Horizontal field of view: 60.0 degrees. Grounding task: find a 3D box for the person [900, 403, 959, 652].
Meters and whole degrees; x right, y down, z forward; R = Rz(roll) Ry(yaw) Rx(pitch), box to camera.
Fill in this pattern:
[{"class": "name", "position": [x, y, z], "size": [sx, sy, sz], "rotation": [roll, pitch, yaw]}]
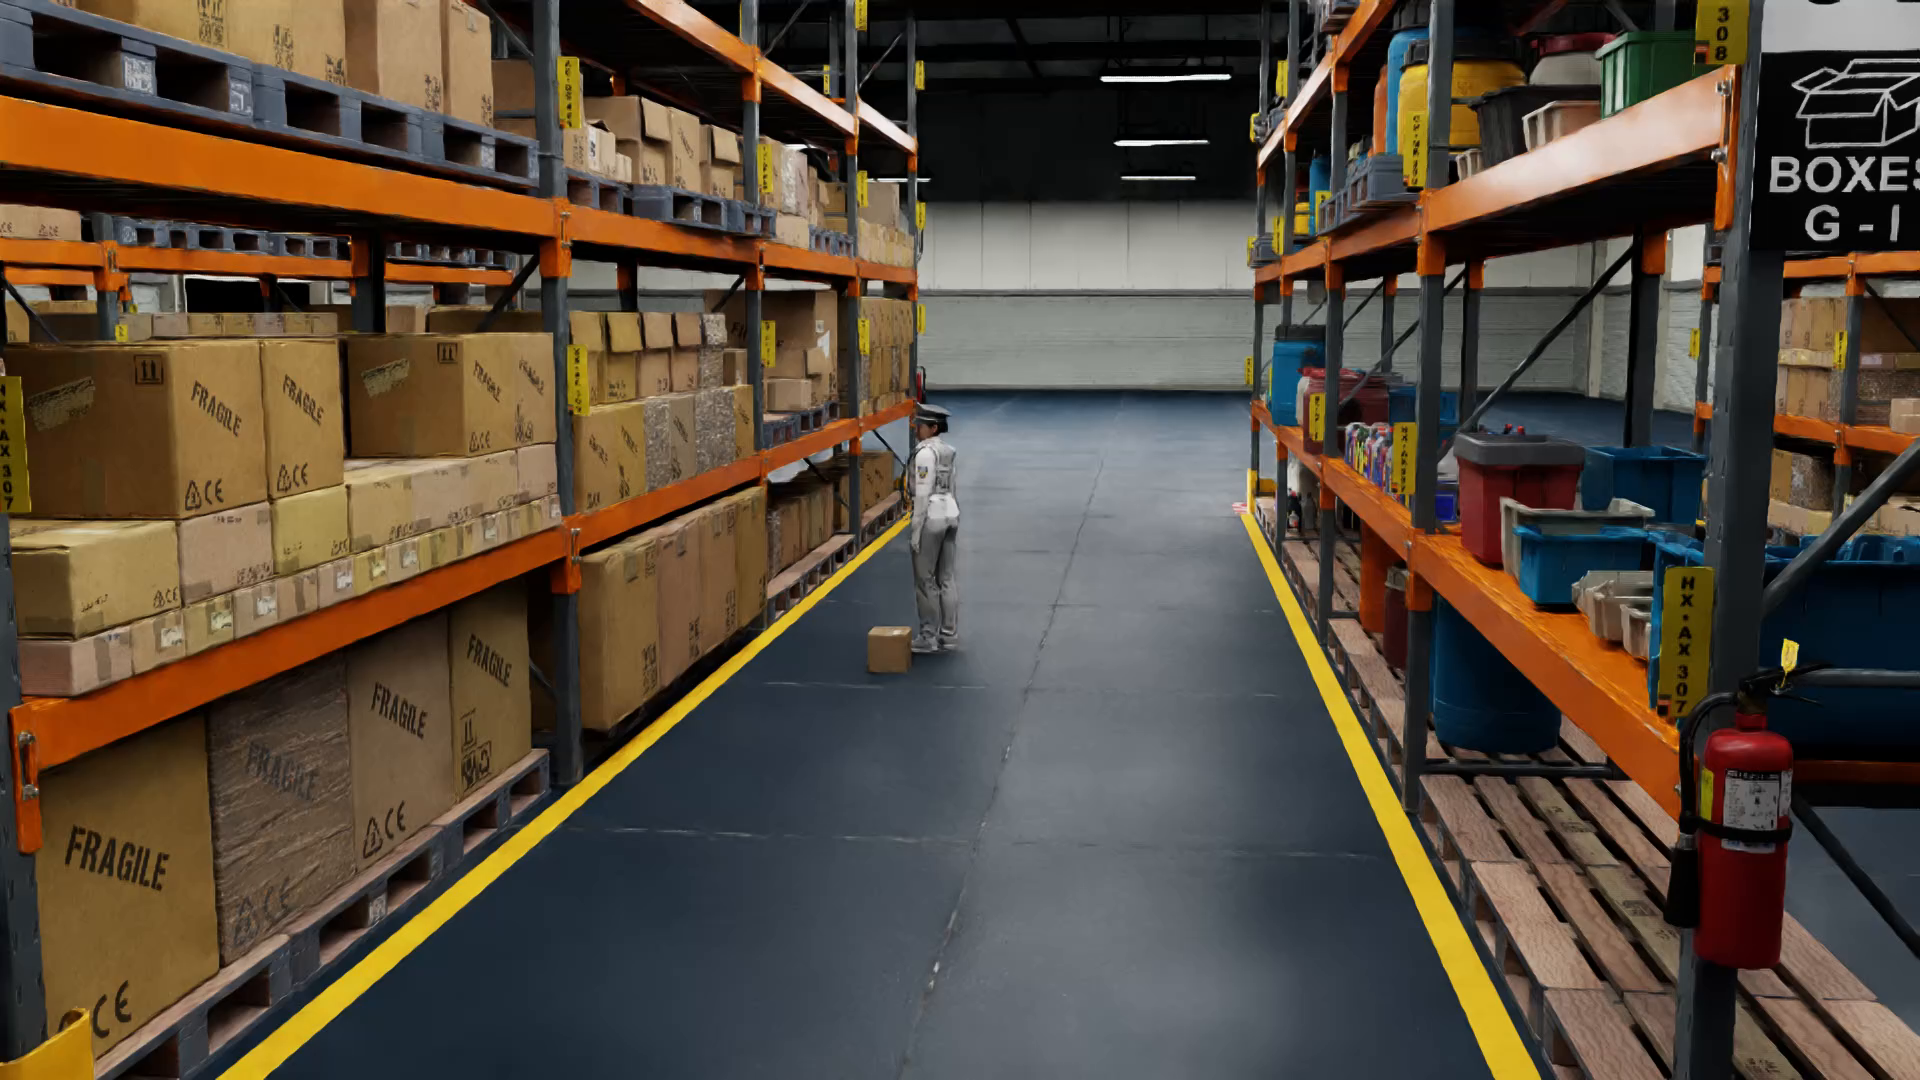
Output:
[{"class": "person", "position": [-0.199, -0.086, 11.240], "size": [0.365, 1.681, 0.528], "rotation": [4, 9, 29]}]
